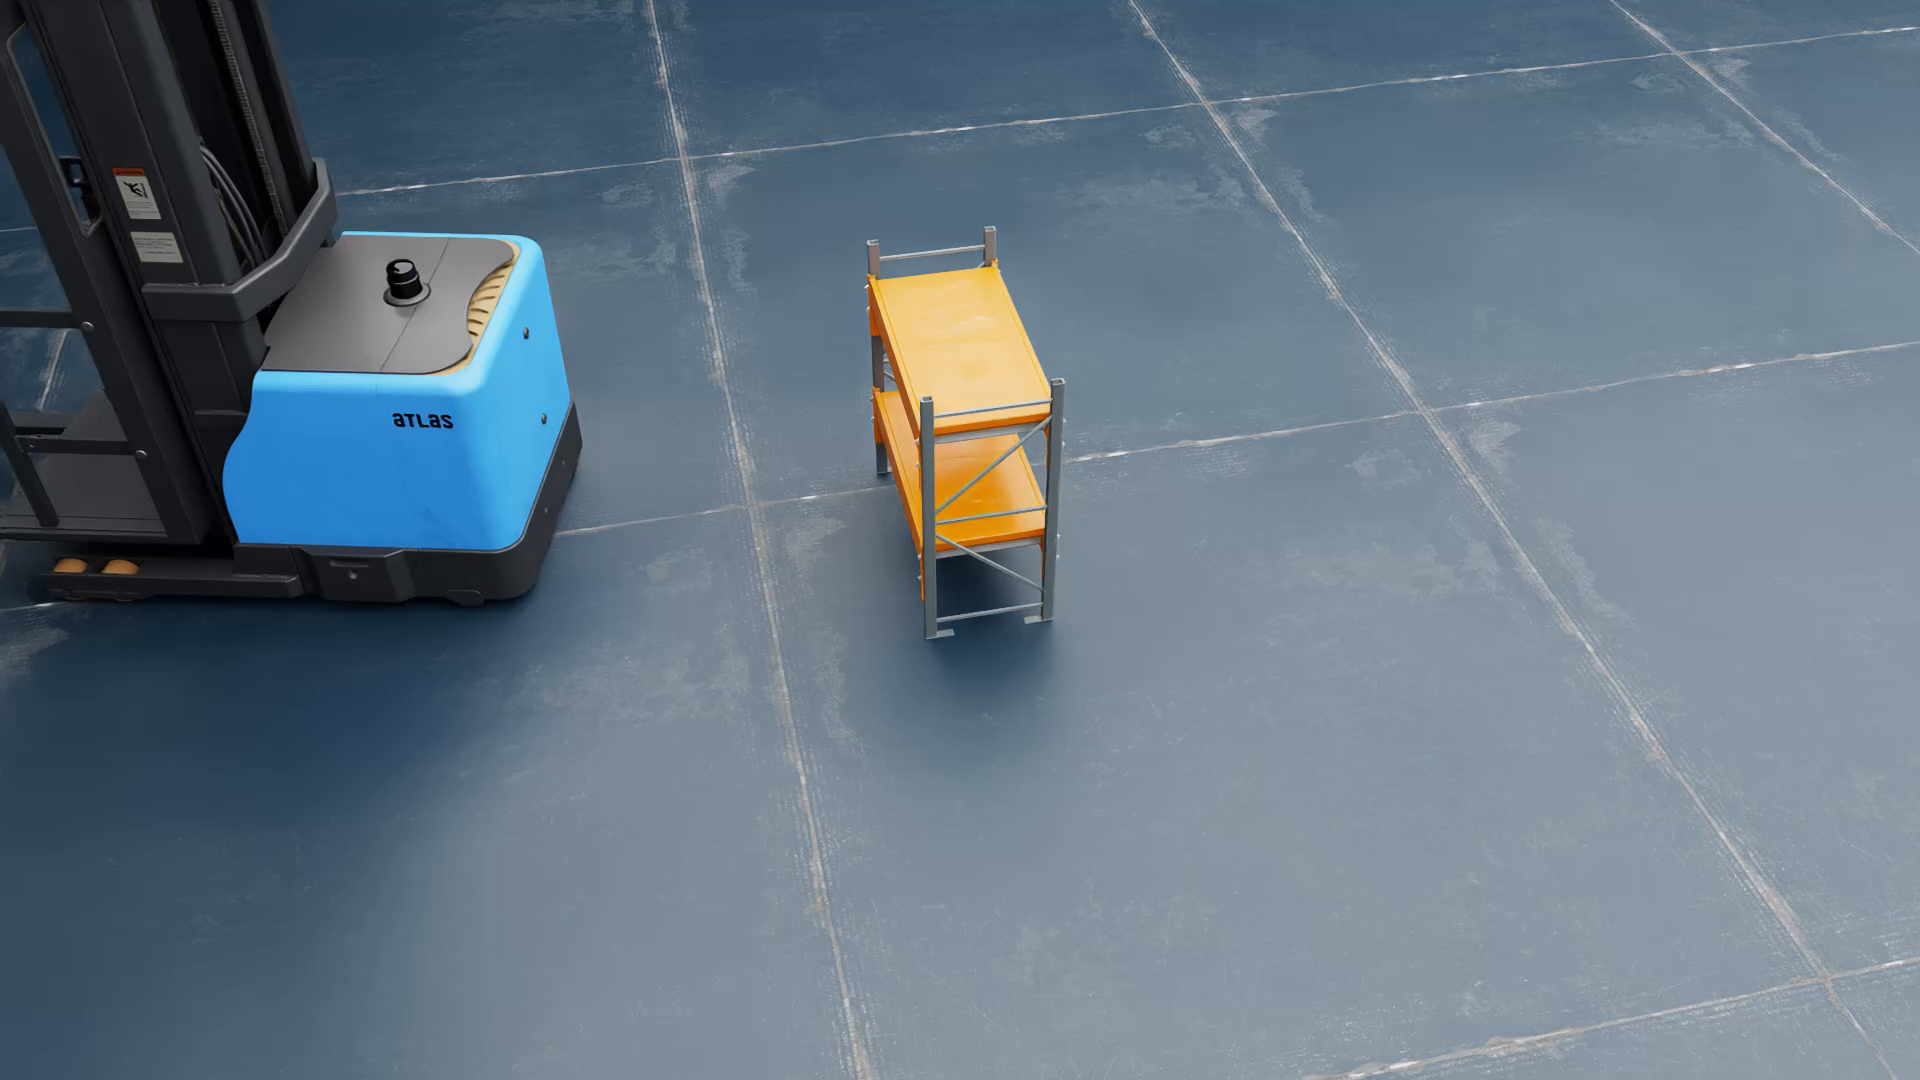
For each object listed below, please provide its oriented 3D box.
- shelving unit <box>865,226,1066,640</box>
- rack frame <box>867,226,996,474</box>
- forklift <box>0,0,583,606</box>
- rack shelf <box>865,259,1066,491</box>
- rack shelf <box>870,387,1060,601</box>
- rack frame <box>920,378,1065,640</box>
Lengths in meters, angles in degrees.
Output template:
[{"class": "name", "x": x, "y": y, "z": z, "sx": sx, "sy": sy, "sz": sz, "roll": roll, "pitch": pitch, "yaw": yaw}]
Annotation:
[{"class": "shelving unit", "x": 0.001, "y": -0.416, "z": 6.372, "sx": 0.538, "sy": 1.125, "sz": 1.048, "roll": -8, "pitch": 42, "yaw": -9}, {"class": "rack frame", "x": -0.108, "y": -0.746, "z": 6.743, "sx": 0.500, "sy": 1.125, "sz": 0.032, "roll": -8, "pitch": 42, "yaw": -9}, {"class": "forklift", "x": -3.143, "y": -1.206, "z": 5.901, "sx": 3.031, "sy": 2.935, "sz": 1.130, "roll": 2, "pitch": 42, "yaw": 2}, {"class": "rack shelf", "x": 0.001, "y": -0.635, "z": 6.177, "sx": 0.538, "sy": 0.278, "sz": 1.000, "roll": -8, "pitch": 42, "yaw": -9}, {"class": "rack shelf", "x": 0.001, "y": -0.233, "z": 6.534, "sx": 0.538, "sy": 0.278, "sz": 1.000, "roll": -8, "pitch": 42, "yaw": -9}, {"class": "rack frame", "x": 0.111, "y": -0.087, "z": 6.000, "sx": 0.500, "sy": 1.125, "sz": 0.032, "roll": -8, "pitch": 42, "yaw": -9}]
